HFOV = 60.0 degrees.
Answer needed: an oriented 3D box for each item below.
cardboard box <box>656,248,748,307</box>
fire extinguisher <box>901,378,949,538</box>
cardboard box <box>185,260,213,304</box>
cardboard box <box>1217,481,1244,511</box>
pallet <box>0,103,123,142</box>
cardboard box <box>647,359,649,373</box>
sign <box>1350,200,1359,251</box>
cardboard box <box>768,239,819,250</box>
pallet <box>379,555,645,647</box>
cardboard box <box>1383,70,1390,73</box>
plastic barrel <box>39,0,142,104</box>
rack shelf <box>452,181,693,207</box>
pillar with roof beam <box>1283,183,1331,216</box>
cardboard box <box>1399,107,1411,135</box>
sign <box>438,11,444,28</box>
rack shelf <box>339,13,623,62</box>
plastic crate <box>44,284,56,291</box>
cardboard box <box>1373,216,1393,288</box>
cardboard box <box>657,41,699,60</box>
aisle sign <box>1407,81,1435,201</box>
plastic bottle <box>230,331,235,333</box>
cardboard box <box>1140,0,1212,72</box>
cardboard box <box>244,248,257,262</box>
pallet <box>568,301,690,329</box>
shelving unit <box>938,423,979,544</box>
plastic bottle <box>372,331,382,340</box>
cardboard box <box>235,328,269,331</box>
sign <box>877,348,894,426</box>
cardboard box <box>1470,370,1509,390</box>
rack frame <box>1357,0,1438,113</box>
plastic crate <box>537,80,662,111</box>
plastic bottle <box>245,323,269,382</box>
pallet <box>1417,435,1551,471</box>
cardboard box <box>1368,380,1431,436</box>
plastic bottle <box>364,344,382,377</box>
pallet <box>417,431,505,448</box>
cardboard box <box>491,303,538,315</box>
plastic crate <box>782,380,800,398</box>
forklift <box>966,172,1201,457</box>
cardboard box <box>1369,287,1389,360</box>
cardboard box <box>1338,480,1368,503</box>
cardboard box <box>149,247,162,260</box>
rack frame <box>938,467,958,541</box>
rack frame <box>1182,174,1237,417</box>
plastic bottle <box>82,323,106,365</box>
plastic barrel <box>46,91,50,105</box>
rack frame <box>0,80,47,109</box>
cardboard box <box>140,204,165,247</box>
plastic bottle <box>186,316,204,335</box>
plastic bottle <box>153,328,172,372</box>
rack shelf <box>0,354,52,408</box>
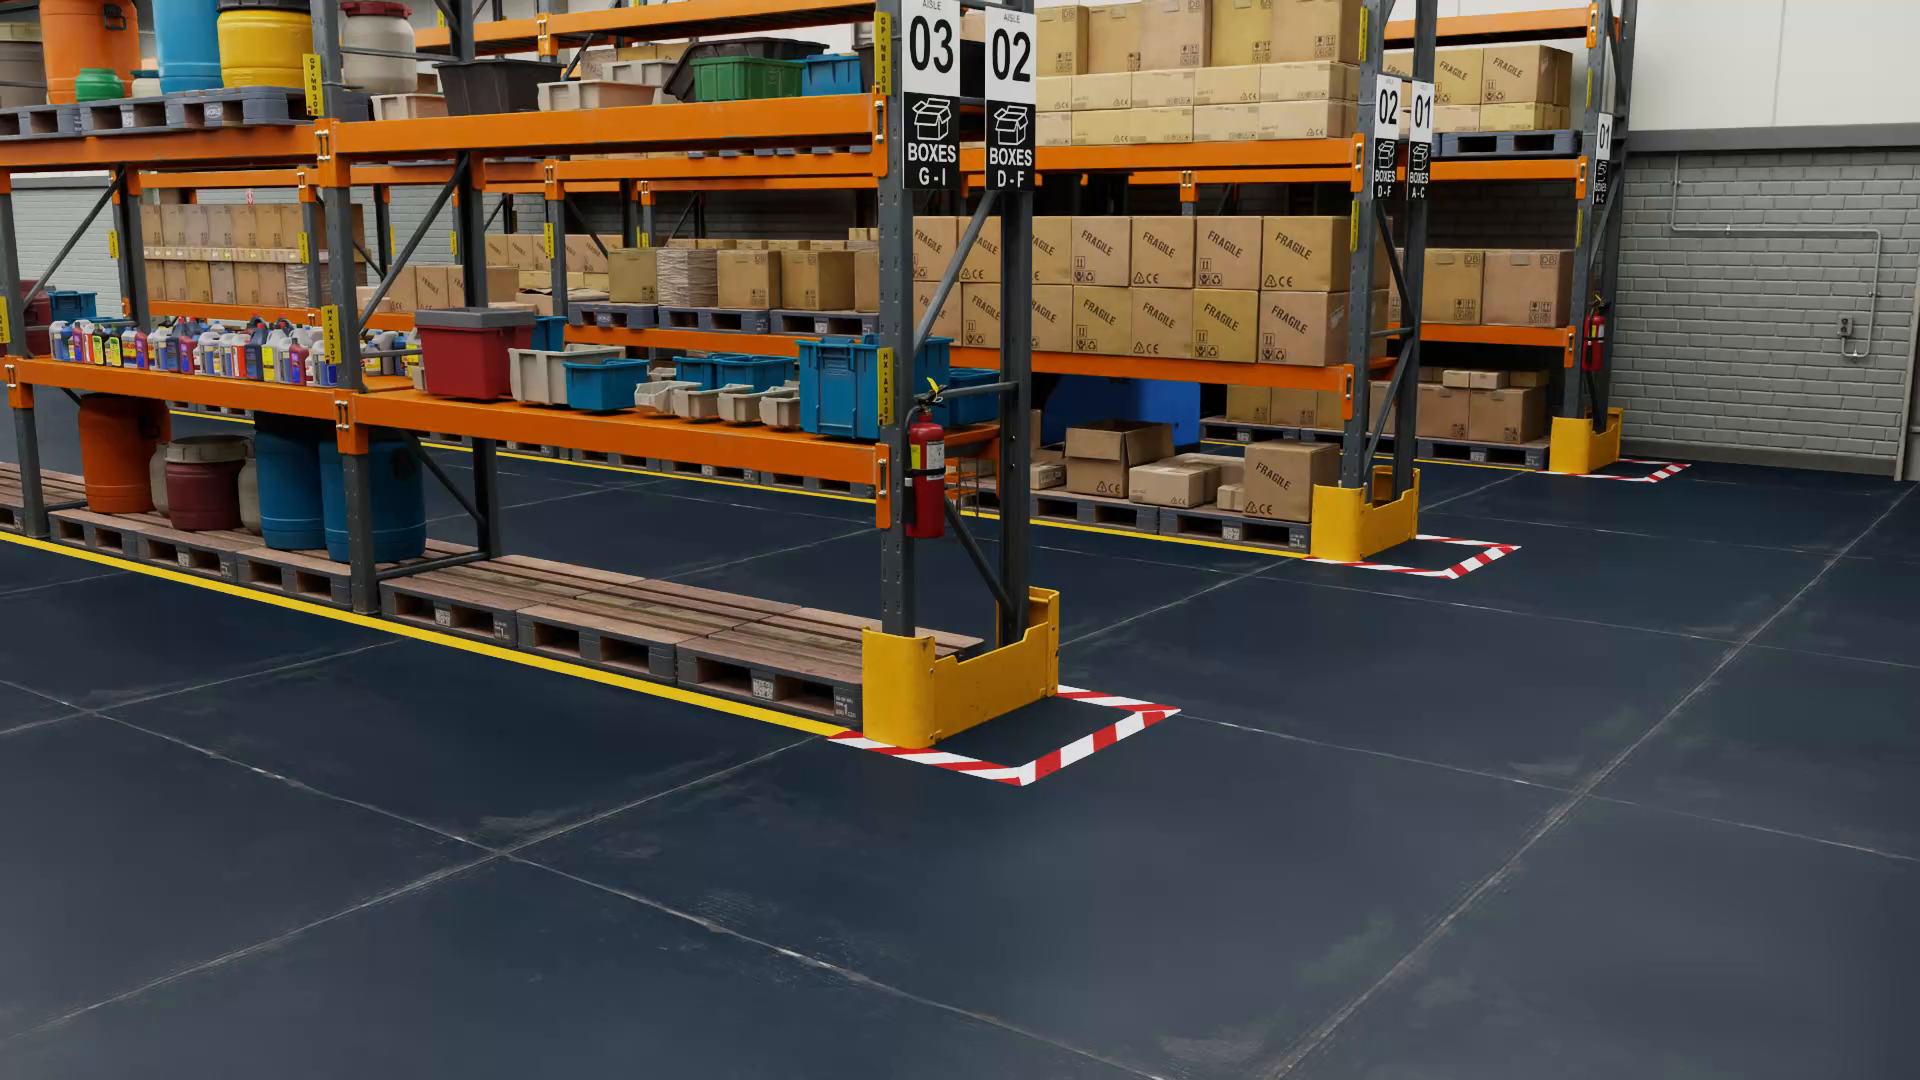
[{"bbox_3d":[-2.319,-2.386,15.098,0.700,0.500,0.500,-10,15,-42],"label":"cardboard box"},{"bbox_3d":[-0.151,-0.352,7.136,0.183,0.674,0.296,8,13,36],"label":"fire extinguisher"},{"bbox_3d":[-8.773,-3.096,19.871,0.500,0.500,0.700,8,14,36],"label":"cardboard box"},{"bbox_3d":[2.074,-0.325,12.113,0.250,0.166,0.380,8,13,36],"label":"cardboard box"},{"bbox_3d":[-5.893,-2.838,11.401,1.213,0.211,1.003,8,13,36],"label":"pallet"},{"bbox_3d":[-4.261,-2.406,22.868,0.250,0.166,0.380,6,12,28],"label":"cardboard box"},{"bbox_3d":[2.586,-2.058,10.891,0.005,0.325,0.100,8,13,36],"label":"sign"},{"bbox_3d":[-1.990,-3.528,20.950,0.500,0.500,0.700,8,13,36],"label":"cardboard box"},{"bbox_3d":[-2.612,0.337,9.733,1.213,0.211,1.003,8,13,36],"label":"pallet"},{"bbox_3d":[2.671,-3.159,11.644,0.500,0.250,0.500,8,13,36],"label":"cardboard box"},{"bbox_3d":[-5.996,-3.384,11.492,0.708,0.830,0.600,8,13,36],"label":"plastic barrel"},{"bbox_3d":[-5.424,-4.869,23.300,4.000,0.370,1.077,8,13,36],"label":"rack shelf"},{"bbox_3d":[1.164,-4.966,14.006,0.400,9.000,9.100,8,13,36],"label":"pillar with roof beam"},{"bbox_3d":[4.270,-3.988,15.876,0.500,0.250,0.500,7,13,34],"label":"cardboard box"},{"bbox_3d":[-7.357,-7.335,23.583,0.005,0.325,0.100,8,13,36],"label":"sign"},{"bbox_3d":[-5.129,-4.937,16.806,4.000,0.370,1.077,8,13,36],"label":"rack shelf"},{"bbox_3d":[-7.573,-1.819,13.365,0.583,0.464,0.402,8,13,36],"label":"plastic crate"},{"bbox_3d":[2.729,-2.047,11.820,0.500,0.500,0.500,8,14,37],"label":"cardboard box"},{"bbox_3d":[-2.347,-4.165,14.866,0.500,0.500,0.500,8,13,36],"label":"cardboard box"},{"bbox_3d":[3.160,-2.731,11.404,0.004,0.787,0.394,8,13,36],"label":"aisle sign"},{"bbox_3d":[-5.134,-1.374,11.756,0.097,0.201,0.097,0,11,0],"label":"plastic bottle"},{"bbox_3d":[1.688,-3.594,11.918,0.500,0.500,0.700,8,13,36],"label":"cardboard box"},{"bbox_3d":[-7.906,-3.246,18.942,0.250,0.149,0.380,8,13,35],"label":"cardboard box"},{"bbox_3d":[-2.929,-2.157,15.787,1.003,0.211,1.213,8,13,36],"label":"pallet"},{"bbox_3d":[-0.012,-0.591,11.924,0.189,1.200,0.258,8,13,36],"label":"shelving unit"},{"bbox_3d":[-3.748,-1.215,10.749,0.097,0.271,0.097,0,11,0],"label":"plastic bottle"},{"bbox_3d":[-8.542,-2.316,20.261,0.500,0.500,0.500,8,13,36],"label":"cardboard box"},{"bbox_3d":[-0.316,-0.653,7.080,0.005,0.325,0.100,8,13,36],"label":"sign"},{"bbox_3d":[5.025,-1.523,15.774,0.250,0.149,0.380,8,13,35],"label":"cardboard box"},{"bbox_3d":[2.931,-4.363,10.888,0.127,3.000,1.000,8,13,36],"label":"rack frame"},{"bbox_3d":[-1.816,-2.197,8.285,0.530,0.136,0.437,8,13,36],"label":"plastic crate"},{"bbox_3d":[-4.311,-1.159,10.252,0.185,0.351,0.144,8,13,36],"label":"plastic bottle"},{"bbox_3d":[5.169,-0.885,16.048,1.213,0.211,1.003,8,13,36],"label":"pallet"},{"bbox_3d":[4.428,-1.331,16.488,0.500,0.500,0.700,7,13,34],"label":"cardboard box"},{"bbox_3d":[-3.729,-1.142,10.557,0.097,0.201,0.097,0,11,0],"label":"plastic bottle"},{"bbox_3d":[-5.137,-1.183,17.591,1.213,0.211,1.003,8,13,36],"label":"pallet"},{"bbox_3d":[-4.405,-2.252,16.435,0.250,0.149,0.380,8,13,36],"label":"cardboard box"},{"bbox_3d":[-0.764,-0.762,8.610,0.298,0.136,0.250,8,13,36],"label":"plastic crate"},{"bbox_3d":[0.716,-2.135,15.348,3.031,2.935,1.130,9,14,39],"label":"forklift"},{"bbox_3d":[2.729,-1.557,11.915,0.500,0.500,0.500,8,14,37],"label":"cardboard box"},{"bbox_3d":[2.797,-0.333,12.202,0.250,0.149,0.380,8,13,36],"label":"cardboard box"},{"bbox_3d":[-9.562,-3.477,20.135,0.250,0.149,0.380,8,13,34],"label":"cardboard box"},{"bbox_3d":[-0.085,-0.601,11.977,0.006,1.200,0.240,8,13,36],"label":"rack frame"},{"bbox_3d":[2.636,-2.626,17.705,0.127,3.000,1.000,8,13,36],"label":"rack frame"},{"bbox_3d":[-5.922,-1.348,11.425,0.135,0.276,0.152,8,13,36],"label":"plastic bottle"},{"bbox_3d":[-6.521,-3.168,12.317,0.421,0.512,0.421,0,11,0],"label":"plastic barrel"},{"bbox_3d":[-6.452,-4.504,11.620,0.127,3.000,1.000,8,13,36],"label":"rack frame"},{"bbox_3d":[-9.554,-3.842,20.311,0.500,0.500,0.700,8,14,36],"label":"cardboard box"},{"bbox_3d":[-5.069,-1.300,10.984,0.185,0.351,0.144,8,13,36],"label":"plastic bottle"},{"bbox_3d":[-5.177,-1.244,10.888,0.135,0.276,0.152,8,13,36],"label":"plastic bottle"},{"bbox_3d":[-8.064,-1.430,13.420,4.000,0.370,1.077,8,13,36],"label":"rack shelf"}]
